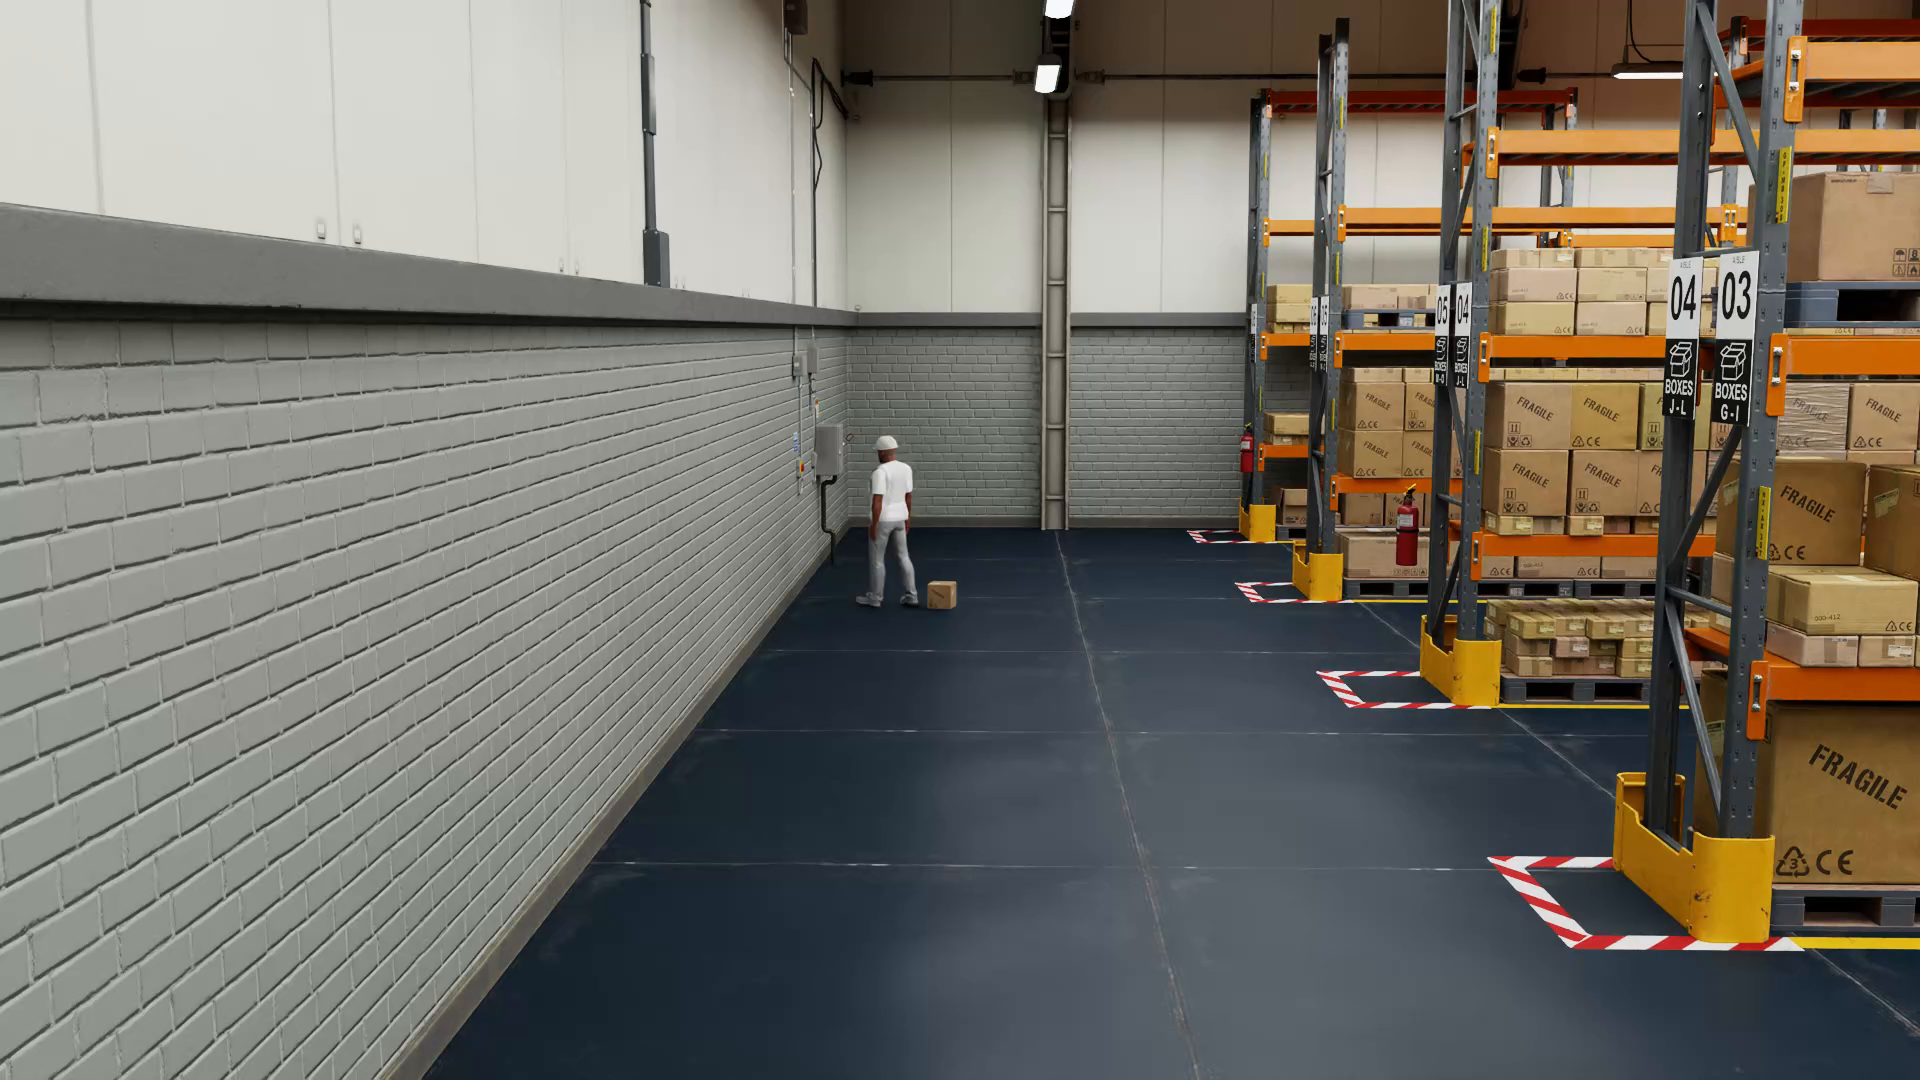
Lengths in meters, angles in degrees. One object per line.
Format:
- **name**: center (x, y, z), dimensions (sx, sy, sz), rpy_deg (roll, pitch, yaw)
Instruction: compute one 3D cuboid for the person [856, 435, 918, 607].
- **person**: center (-0.744, -0.197, 17.166), dimensions (0.648, 1.771, 0.567), rpy_deg (7, 10, 44)
